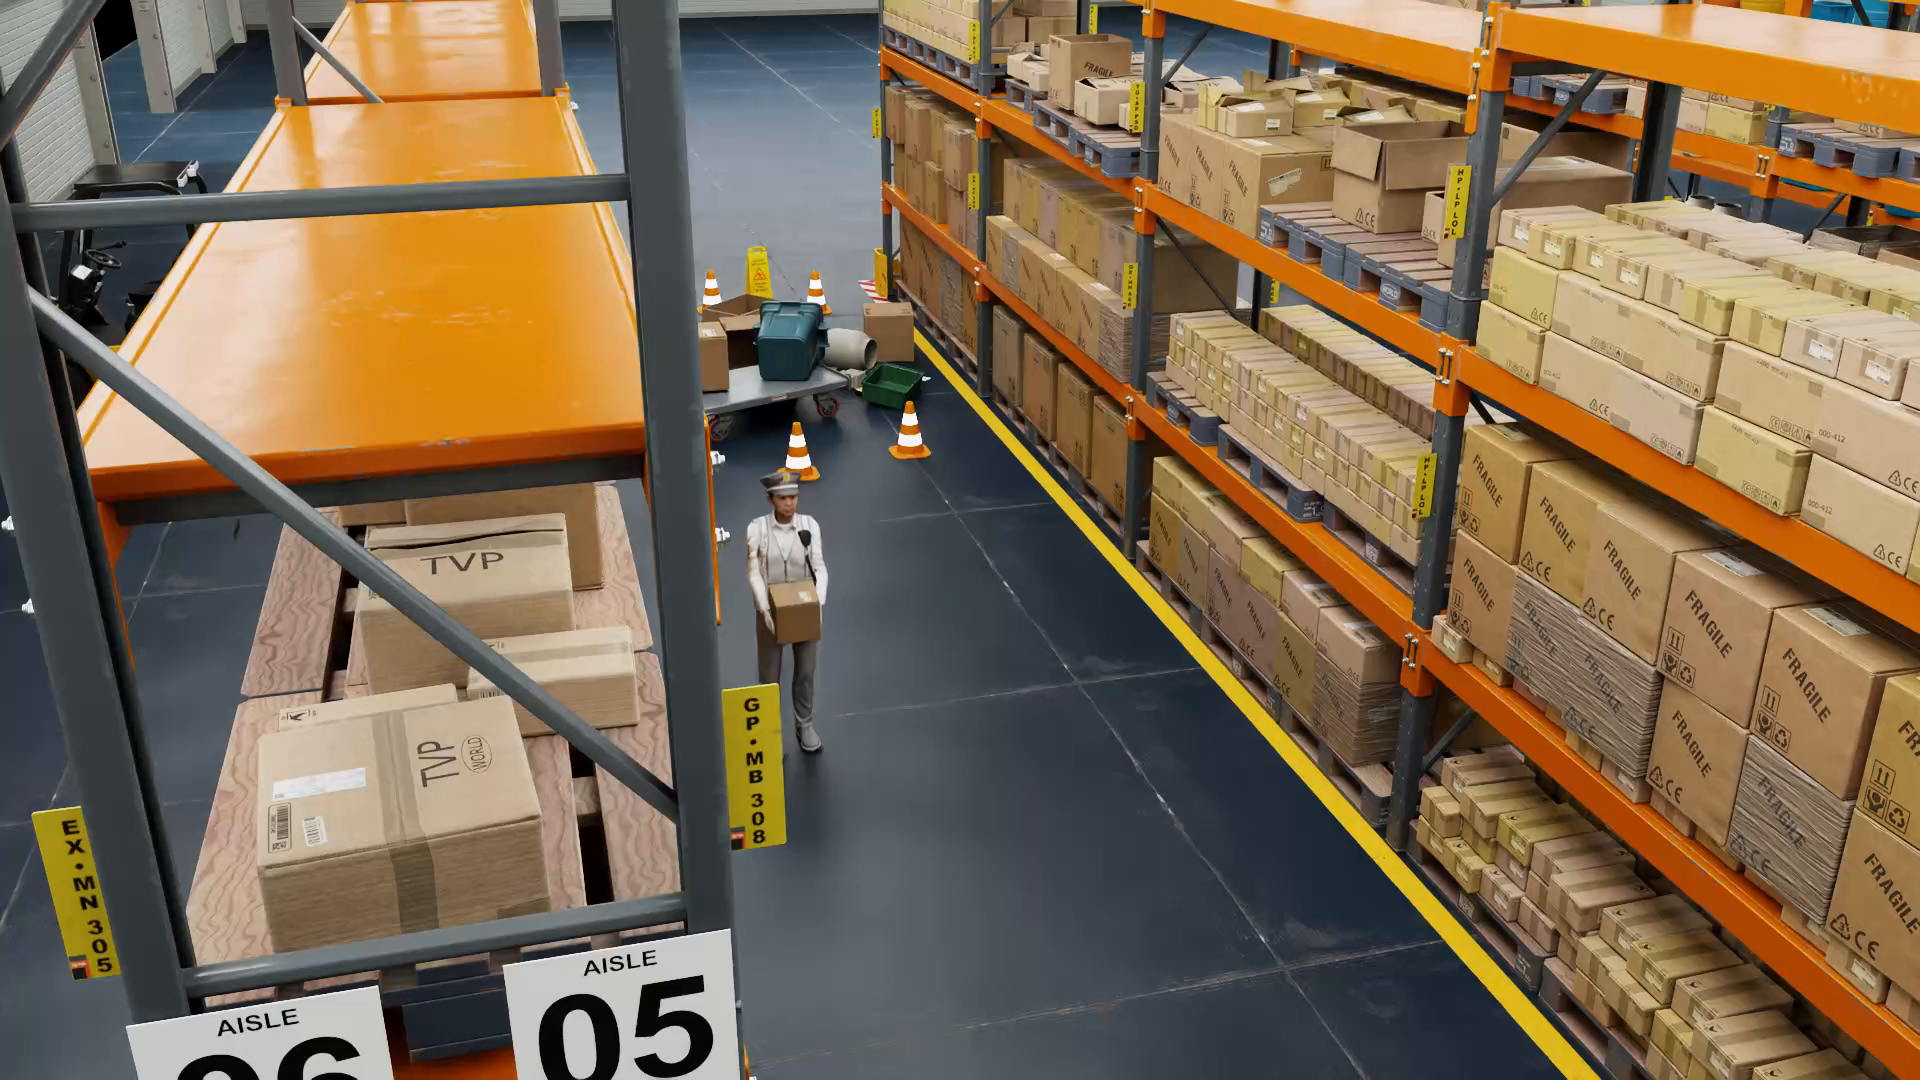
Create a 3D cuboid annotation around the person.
[{"bbox_3d":[-0.982,0.425,9.596,0.469,1.698,0.548,-6,24,-14],"label":"person"}]
